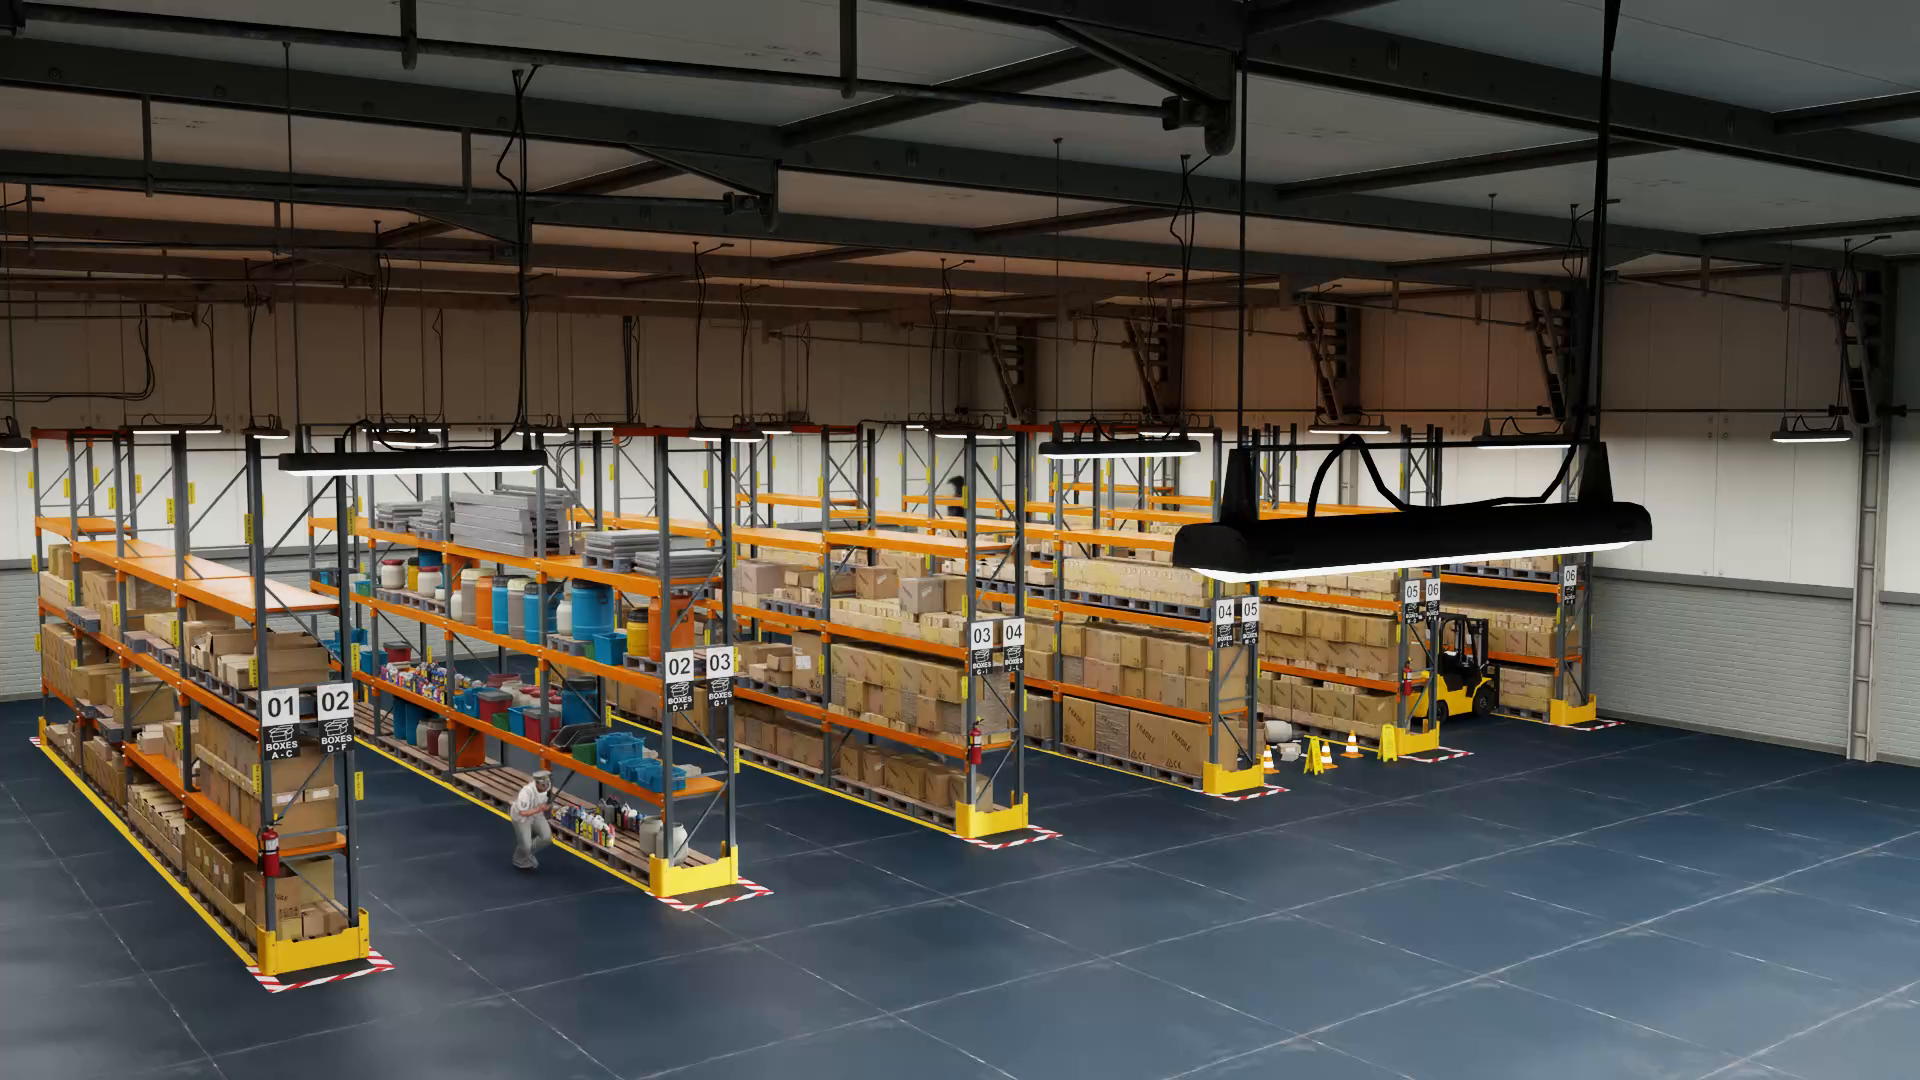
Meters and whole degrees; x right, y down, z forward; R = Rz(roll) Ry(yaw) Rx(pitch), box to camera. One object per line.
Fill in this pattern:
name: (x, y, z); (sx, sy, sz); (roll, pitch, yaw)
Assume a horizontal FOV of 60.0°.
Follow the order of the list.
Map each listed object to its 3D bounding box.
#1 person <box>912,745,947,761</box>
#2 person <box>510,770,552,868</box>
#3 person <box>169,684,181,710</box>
person: (-0.563, 3.127, 30.165); (0.845, 1.733, 0.647); (3, 5, 31)
person: (-5.829, 3.826, 22.673); (1.024, 1.450, 0.652); (4, 6, 40)
person: (-15.637, 2.934, 32.848); (0.841, 1.641, 0.666); (2, 5, 27)
